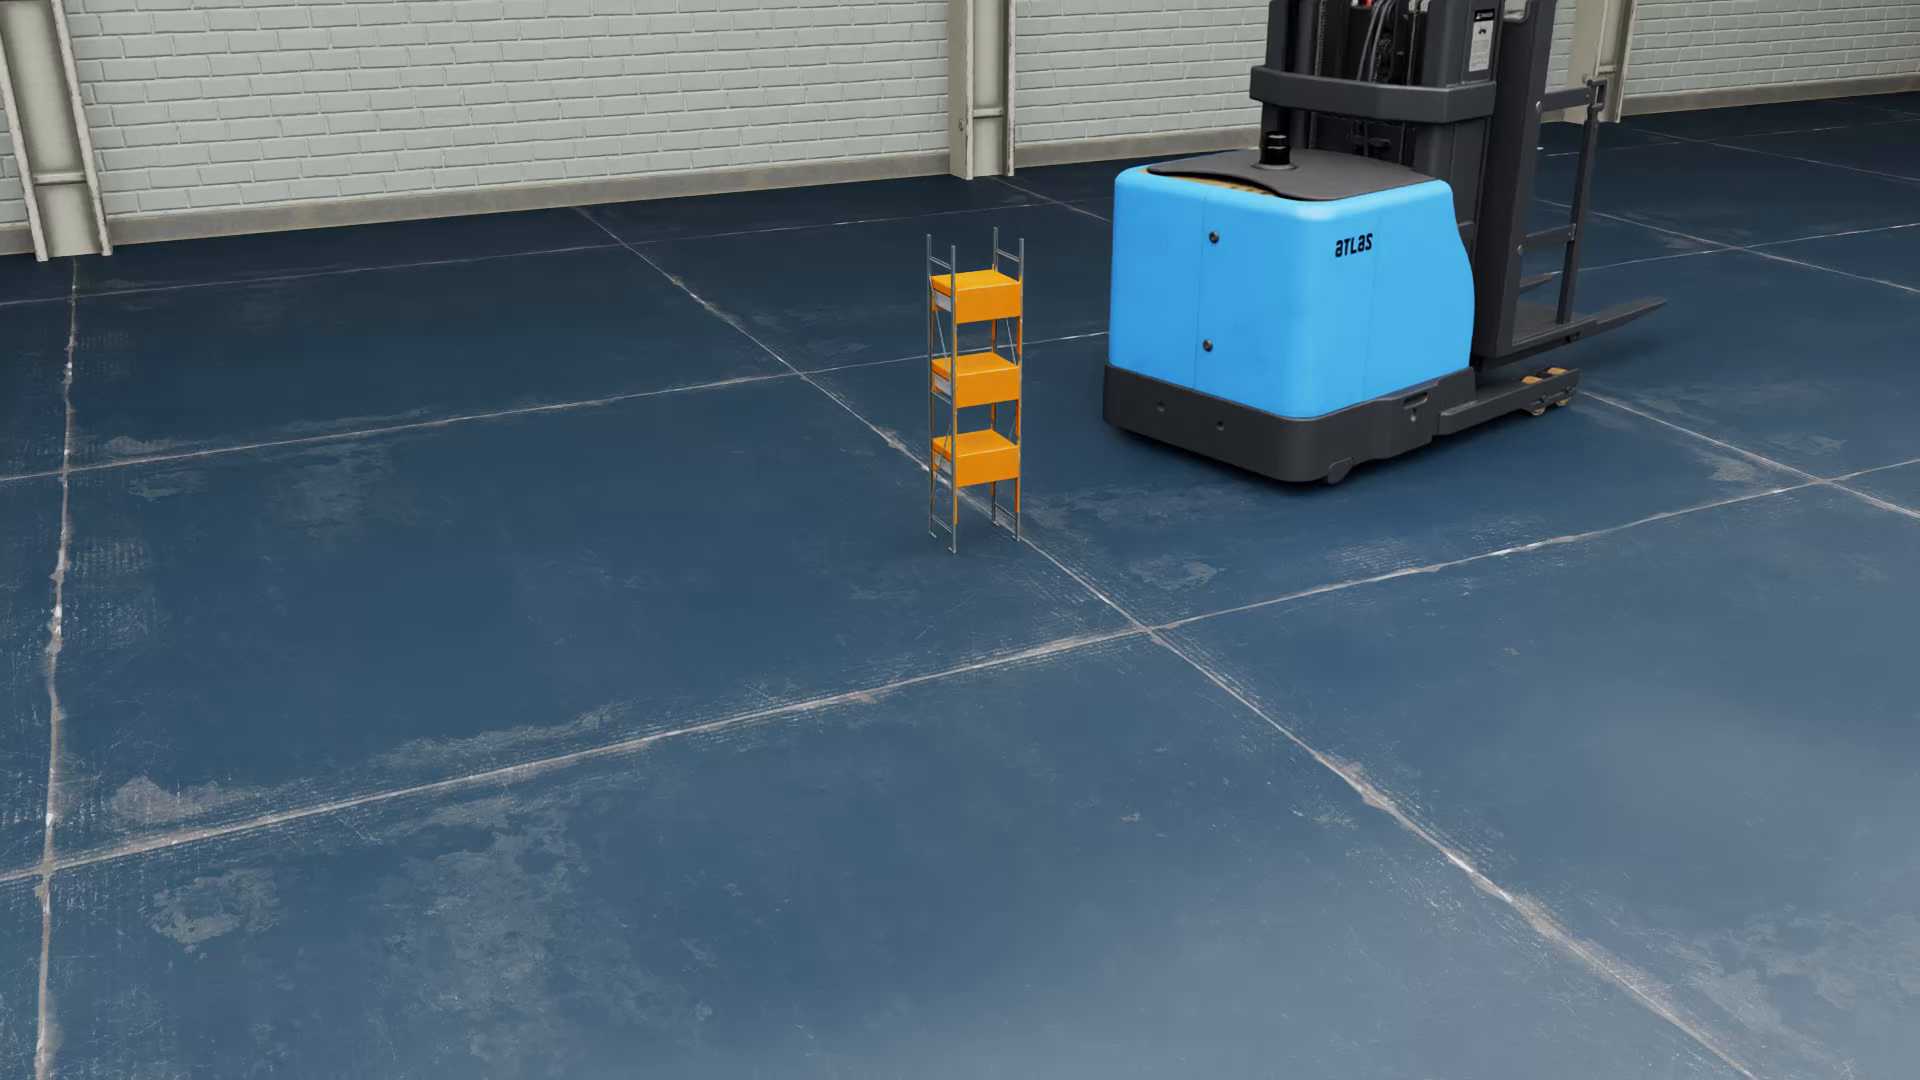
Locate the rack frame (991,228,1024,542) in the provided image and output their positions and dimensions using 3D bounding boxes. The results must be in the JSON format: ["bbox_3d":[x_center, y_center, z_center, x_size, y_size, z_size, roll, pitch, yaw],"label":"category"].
[{"bbox_3d":[0.158,-0.514,5.620,0.008,1.050,0.200,-10,25,-24],"label":"rack frame"}]

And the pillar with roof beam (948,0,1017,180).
[{"bbox_3d":[2.024,-5.374,6.966,0.400,9.000,9.100,-10,25,-24],"label":"pillar with roof beam"}]

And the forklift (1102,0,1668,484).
[{"bbox_3d":[2.022,-2.013,6.780,3.031,2.935,1.130,-18,29,-37],"label":"forklift"}]

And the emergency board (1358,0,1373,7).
[{"bbox_3d":[3.320,-4.684,13.144,0.643,1.169,0.194,-10,25,-24],"label":"emergency board"}]

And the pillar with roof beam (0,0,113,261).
[{"bbox_3d":[-3.382,-4.378,4.562,0.400,9.000,9.100,-10,25,-24],"label":"pillar with roof beam"}]

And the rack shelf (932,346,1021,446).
[{"bbox_3d":[0.048,-0.484,5.575,0.240,0.259,0.215,-10,25,-24],"label":"rack shelf"}]

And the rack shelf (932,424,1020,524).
[{"bbox_3d":[0.048,-0.227,5.681,0.240,0.259,0.215,-10,25,-24],"label":"rack shelf"}]

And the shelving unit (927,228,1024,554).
[{"bbox_3d":[0.048,-0.494,5.571,0.252,1.050,0.215,-10,25,-24],"label":"shelving unit"}]

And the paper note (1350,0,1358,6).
[{"bbox_3d":[3.131,-4.271,13.299,0.142,0.148,0.016,-10,25,-24],"label":"paper note"}]

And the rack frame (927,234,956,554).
[{"bbox_3d":[-0.062,-0.474,5.522,0.008,1.050,0.200,-10,25,-24],"label":"rack frame"}]

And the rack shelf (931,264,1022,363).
[{"bbox_3d":[0.048,-0.746,5.466,0.240,0.259,0.215,-10,25,-24],"label":"rack shelf"}]

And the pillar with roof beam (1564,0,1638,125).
[{"bbox_3d":[7.431,-6.369,9.371,0.400,9.000,9.100,-10,25,-24],"label":"pillar with roof beam"}]
